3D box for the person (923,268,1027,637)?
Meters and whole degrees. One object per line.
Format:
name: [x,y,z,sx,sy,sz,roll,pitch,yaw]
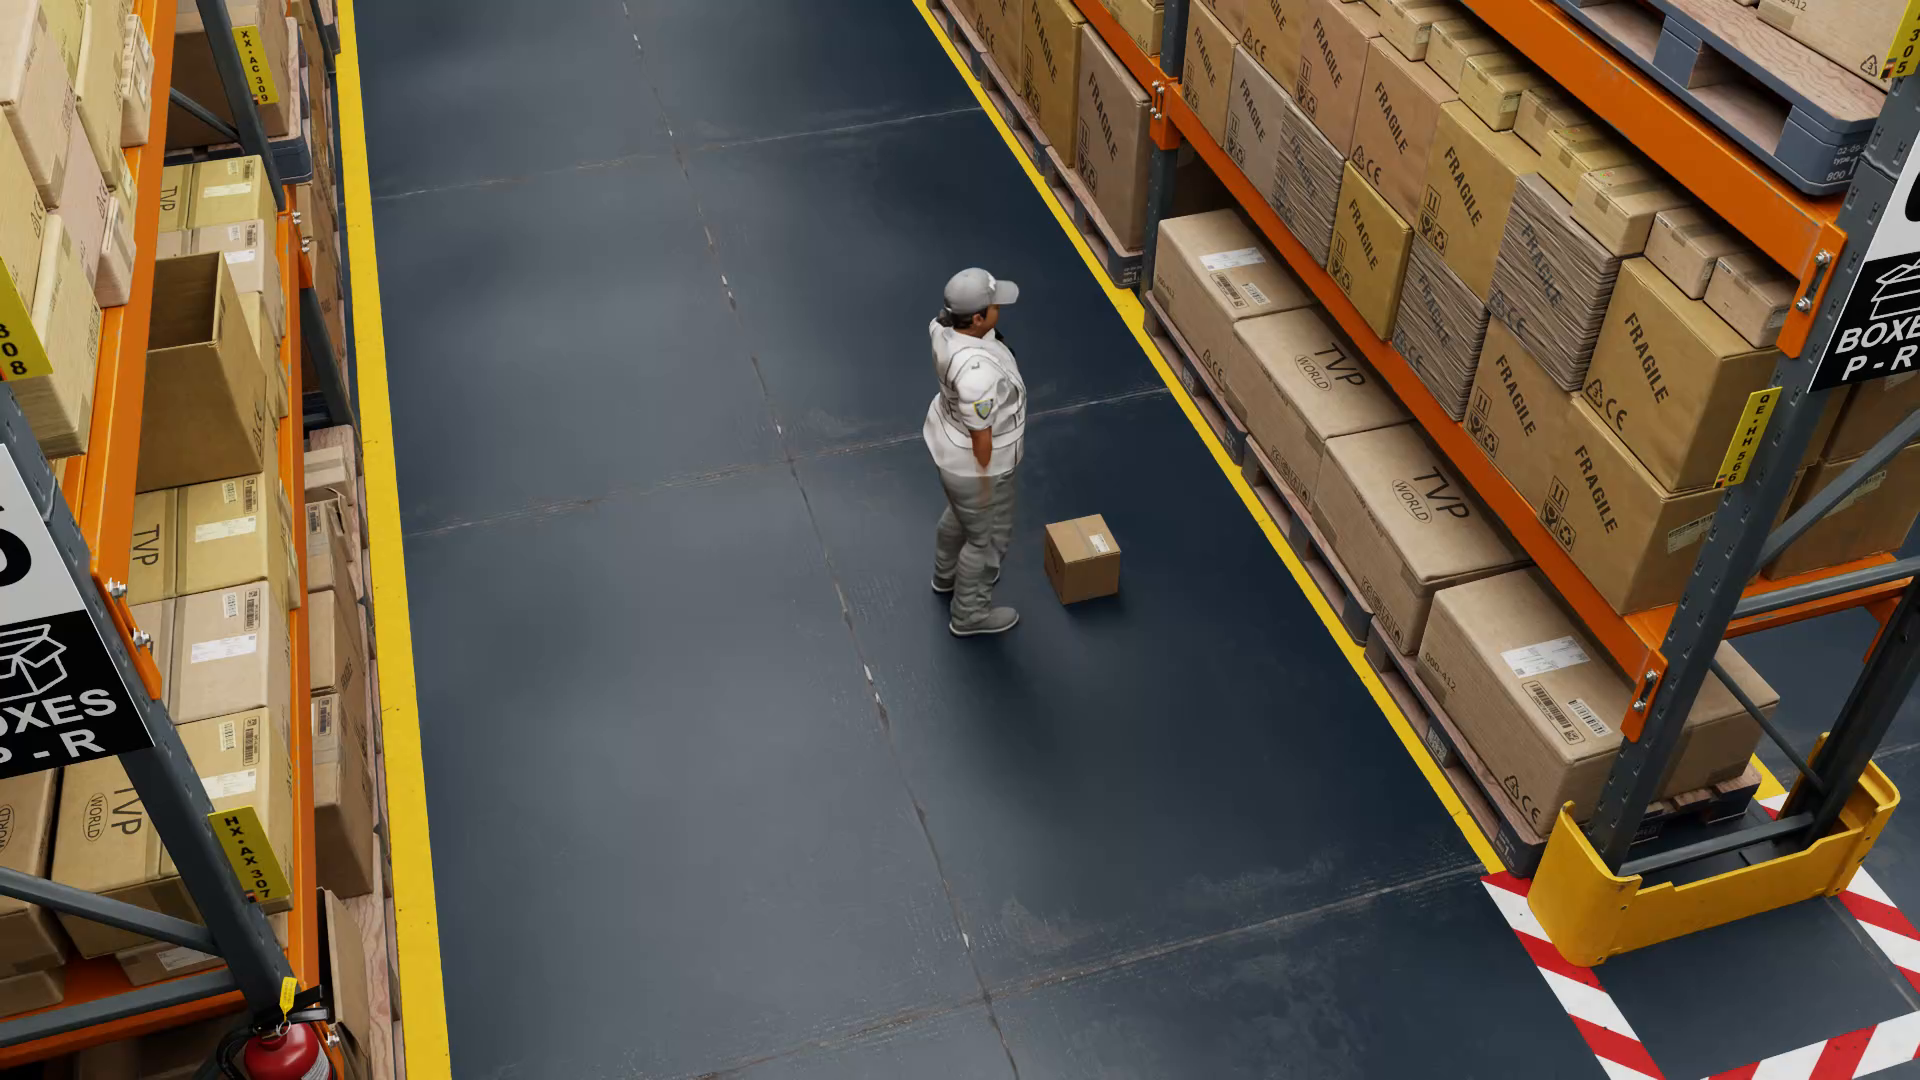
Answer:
person: [0.063,-0.351,6.548,0.391,1.662,0.469,-11,44,-12]
